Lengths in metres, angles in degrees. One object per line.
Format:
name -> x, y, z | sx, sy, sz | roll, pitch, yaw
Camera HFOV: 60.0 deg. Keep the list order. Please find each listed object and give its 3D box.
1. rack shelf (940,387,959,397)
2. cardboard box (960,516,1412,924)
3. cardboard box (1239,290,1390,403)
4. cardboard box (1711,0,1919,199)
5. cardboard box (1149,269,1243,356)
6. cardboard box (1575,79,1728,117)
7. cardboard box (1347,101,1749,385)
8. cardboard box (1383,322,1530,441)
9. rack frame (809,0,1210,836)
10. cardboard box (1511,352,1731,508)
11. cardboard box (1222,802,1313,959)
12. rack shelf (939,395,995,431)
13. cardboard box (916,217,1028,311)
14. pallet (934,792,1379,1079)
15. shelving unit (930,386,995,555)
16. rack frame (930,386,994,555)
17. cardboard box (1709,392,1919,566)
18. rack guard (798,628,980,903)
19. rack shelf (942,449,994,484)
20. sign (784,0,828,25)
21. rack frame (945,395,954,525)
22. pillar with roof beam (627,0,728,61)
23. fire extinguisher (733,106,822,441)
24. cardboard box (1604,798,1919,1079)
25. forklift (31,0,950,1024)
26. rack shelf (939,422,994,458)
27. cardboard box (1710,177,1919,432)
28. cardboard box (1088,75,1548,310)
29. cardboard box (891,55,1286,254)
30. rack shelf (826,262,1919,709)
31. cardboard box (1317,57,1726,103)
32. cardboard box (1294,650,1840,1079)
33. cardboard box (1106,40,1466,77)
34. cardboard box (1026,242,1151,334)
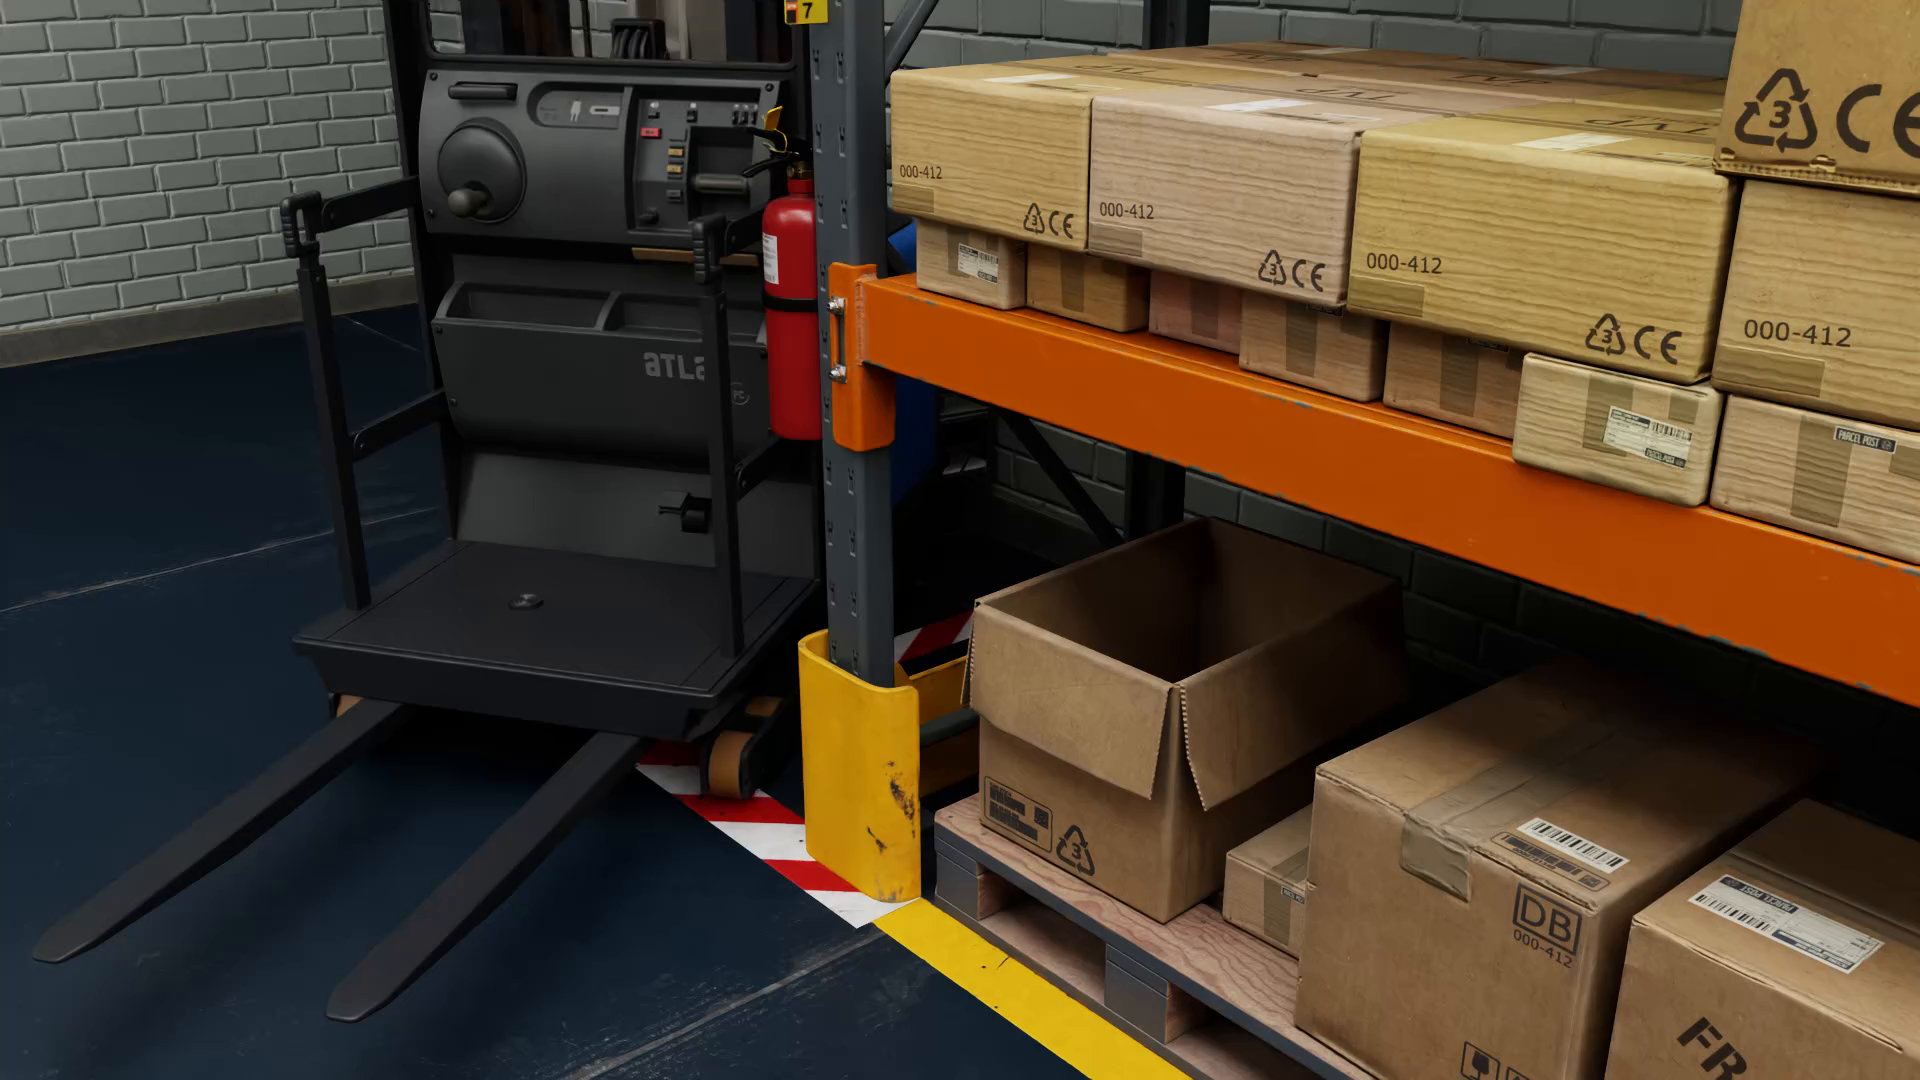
rack shelf -> -0.047, -0.479, 5.318 | 0.258, 0.077, 0.200 | -13, 24, -35
cardboard box -> 0.460, 0.333, 3.367 | 0.797, 0.503, 0.637 | -19, 28, -39
cardboard box -> 0.657, -0.344, 2.594 | 0.380, 0.149, 0.250 | -16, 27, -36
cardboard box -> 1.204, -0.639, 1.772 | 0.500, 0.500, 0.500 | -17, 27, -36
cardboard box -> 0.538, -0.428, 2.809 | 0.380, 0.149, 0.250 | -18, 28, -38
cardboard box -> 1.289, -0.549, 2.571 | 0.500, 0.250, 0.500 | -16, 27, -36
cardboard box -> 0.887, -0.426, 2.256 | 0.500, 0.250, 0.500 | -18, 28, -38
cardboard box -> 0.835, -0.272, 2.410 | 0.380, 0.149, 0.250 | -17, 27, -37
rack frame -> 0.133, -0.825, 3.478 | 1.000, 3.000, 0.127 | -17, 27, -37
cardboard box -> 0.943, -0.184, 2.186 | 0.380, 0.149, 0.250 | -18, 28, -39
cardboard box -> 0.708, 0.625, 3.109 | 0.380, 0.149, 0.250 | -19, 28, -39
rack shelf -> -0.049, -0.394, 5.348 | 0.258, 0.077, 0.200 | -13, 24, -35
cardboard box -> 0.139, -0.552, 3.125 | 0.380, 0.149, 0.250 | -18, 27, -38
pallet -> 0.703, 0.714, 3.371 | 1.003, 0.211, 1.213 | -17, 27, -37
shelving unit -> -0.049, -0.426, 5.337 | 0.258, 0.900, 0.210 | -13, 24, -35
rack frame -> 0.013, -0.398, 5.261 | 0.240, 0.900, 0.006 | -13, 24, -35
cardboard box -> 1.130, -0.116, 2.013 | 0.380, 0.149, 0.250 | -17, 27, -36
rack guard -> 0.182, 0.360, 3.880 | 1.175, 0.500, 0.348 | -17, 27, -37
rack shelf -> -0.054, -0.224, 5.407 | 0.258, 0.077, 0.200 | -13, 24, -35
sign -> -0.278, -1.099, 2.990 | 0.100, 0.325, 0.005 | -17, 27, -37
rack frame -> -0.110, -0.454, 5.413 | 0.240, 0.900, 0.006 | -13, 24, -35
pillar with roof beam -> -4.206, -3.553, 2.217 | 9.100, 9.000, 0.400 | -17, 27, -37
fire extinguisher -> -0.313, -0.546, 3.383 | 0.296, 0.674, 0.183 | -17, 27, -37
cardboard box -> 1.258, 0.750, 2.308 | 0.500, 0.500, 0.500 | -17, 27, -36
forklift -> -0.927, -0.910, 3.788 | 1.130, 2.935, 3.031 | 6, 22, 15
rack shelf -> -0.052, -0.309, 5.377 | 0.258, 0.077, 0.200 | -13, 24, -35
cardboard box -> 1.237, -0.290, 1.908 | 0.500, 0.250, 0.500 | -18, 28, -39
cardboard box -> 0.554, -0.565, 2.612 | 0.500, 0.250, 0.500 | -17, 27, -37
cardboard box -> 0.225, -0.704, 2.967 | 0.500, 0.250, 0.500 | -17, 27, -37
rack shelf -> 1.438, 0.062, 2.198 | 1.077, 0.370, 4.000 | -17, 27, -37
cardboard box -> 0.970, -0.687, 2.923 | 0.500, 0.250, 0.500 | -17, 27, -37
cardboard box -> 0.989, 0.580, 2.741 | 0.700, 0.500, 0.500 | -16, 27, -35
cardboard box -> 0.634, -0.830, 3.288 | 0.500, 0.250, 0.500 | -16, 27, -36
cardboard box -> 0.341, -0.493, 2.974 | 0.380, 0.149, 0.250 | -17, 27, -36
